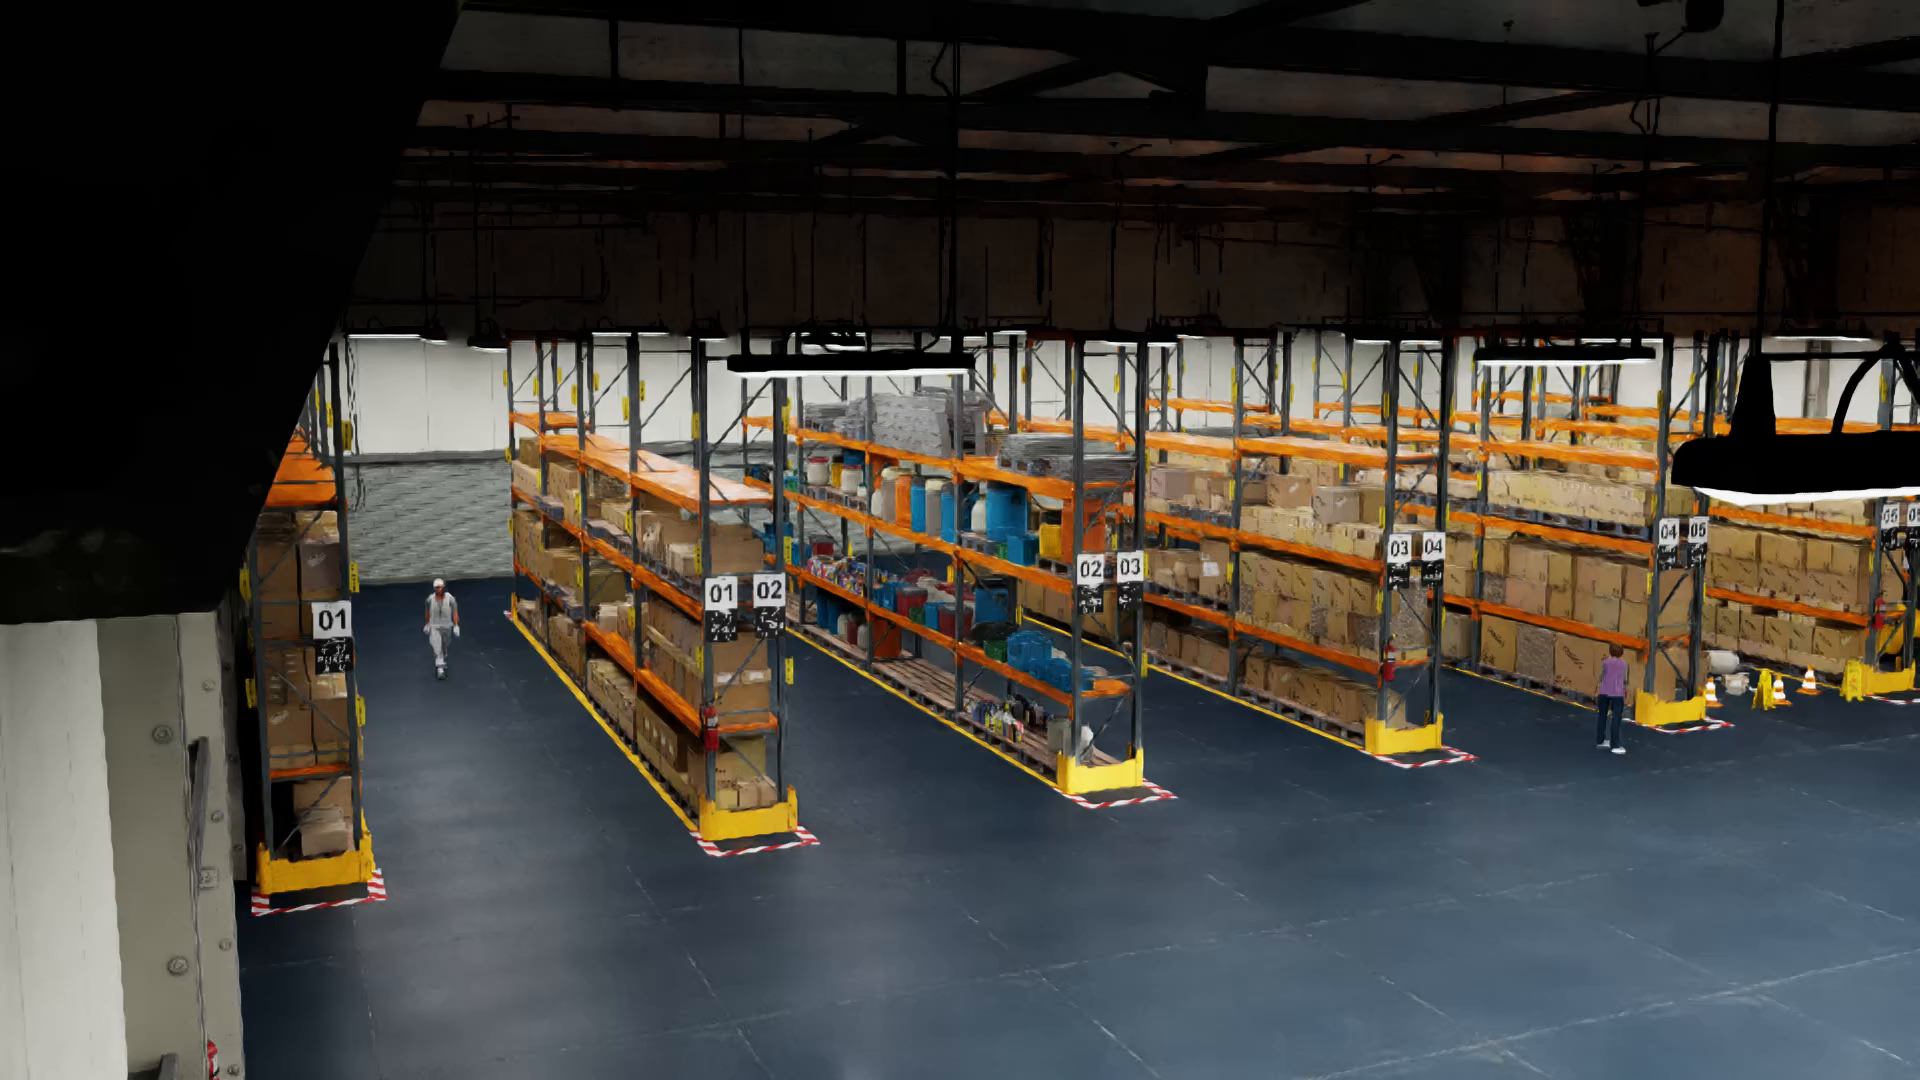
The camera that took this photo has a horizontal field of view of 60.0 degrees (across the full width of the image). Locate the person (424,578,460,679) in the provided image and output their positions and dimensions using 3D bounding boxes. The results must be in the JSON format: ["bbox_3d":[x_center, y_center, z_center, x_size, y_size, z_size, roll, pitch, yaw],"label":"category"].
[{"bbox_3d":[-9.056,1.523,29.078,0.565,1.736,1.045,-3,8,-24],"label":"person"}]

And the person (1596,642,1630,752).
[{"bbox_3d":[9.451,2.260,24.083,0.468,1.594,0.405,5,9,35],"label":"person"}]

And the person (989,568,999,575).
[{"bbox_3d":[0.558,1.338,30.485,0.729,1.733,0.546,-3,9,-24],"label":"person"}]

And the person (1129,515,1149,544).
[{"bbox_3d":[4.916,-0.657,45.140,0.621,1.721,0.955,0,8,1],"label":"person"}]
